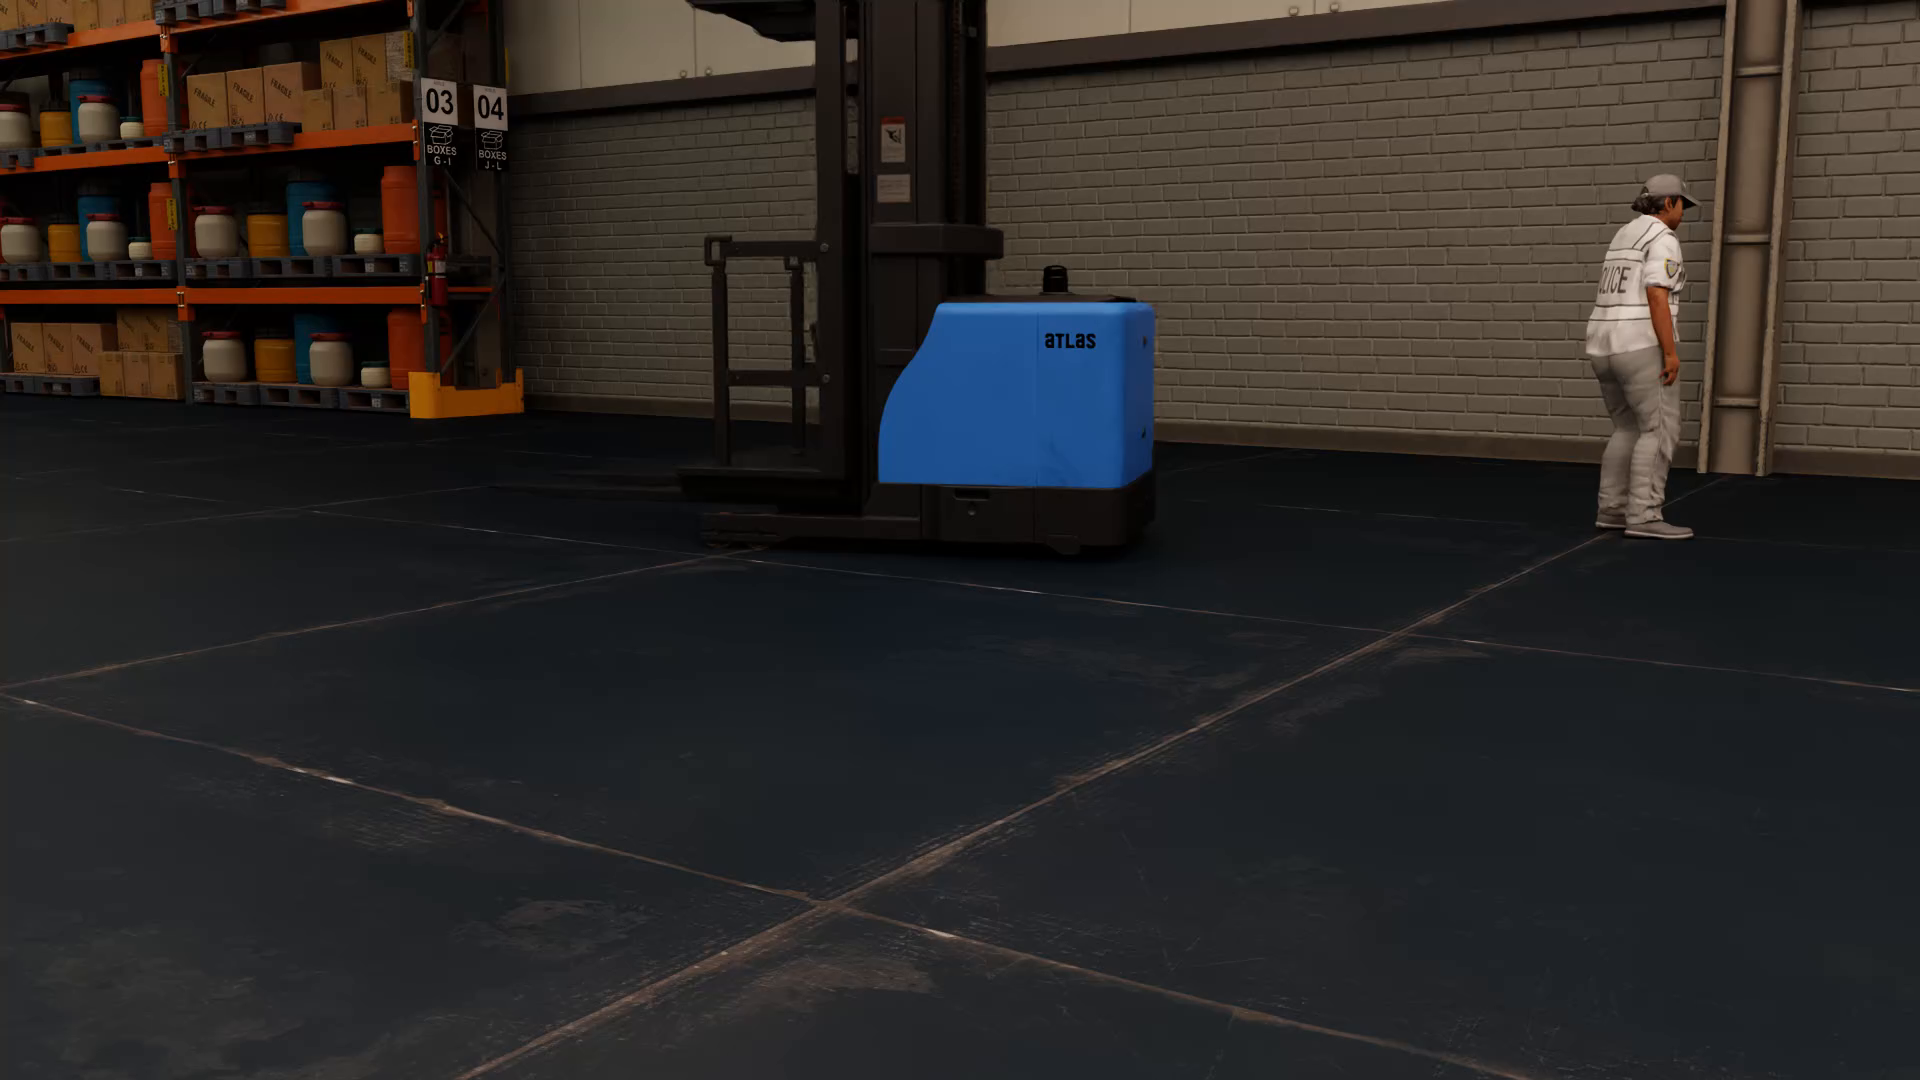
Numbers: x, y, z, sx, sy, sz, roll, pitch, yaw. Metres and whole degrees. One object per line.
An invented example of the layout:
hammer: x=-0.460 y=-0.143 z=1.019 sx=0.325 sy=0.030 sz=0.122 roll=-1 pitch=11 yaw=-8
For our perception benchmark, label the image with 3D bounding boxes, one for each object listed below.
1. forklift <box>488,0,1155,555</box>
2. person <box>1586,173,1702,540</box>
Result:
forklift: x=-0.663 y=-1.475 z=7.562 sx=3.031 sy=2.935 sz=1.130 roll=2 pitch=8 yaw=14
person: x=3.184 y=-0.856 z=7.722 sx=0.469 sy=1.665 sz=0.544 roll=-1 pitch=8 yaw=-5
